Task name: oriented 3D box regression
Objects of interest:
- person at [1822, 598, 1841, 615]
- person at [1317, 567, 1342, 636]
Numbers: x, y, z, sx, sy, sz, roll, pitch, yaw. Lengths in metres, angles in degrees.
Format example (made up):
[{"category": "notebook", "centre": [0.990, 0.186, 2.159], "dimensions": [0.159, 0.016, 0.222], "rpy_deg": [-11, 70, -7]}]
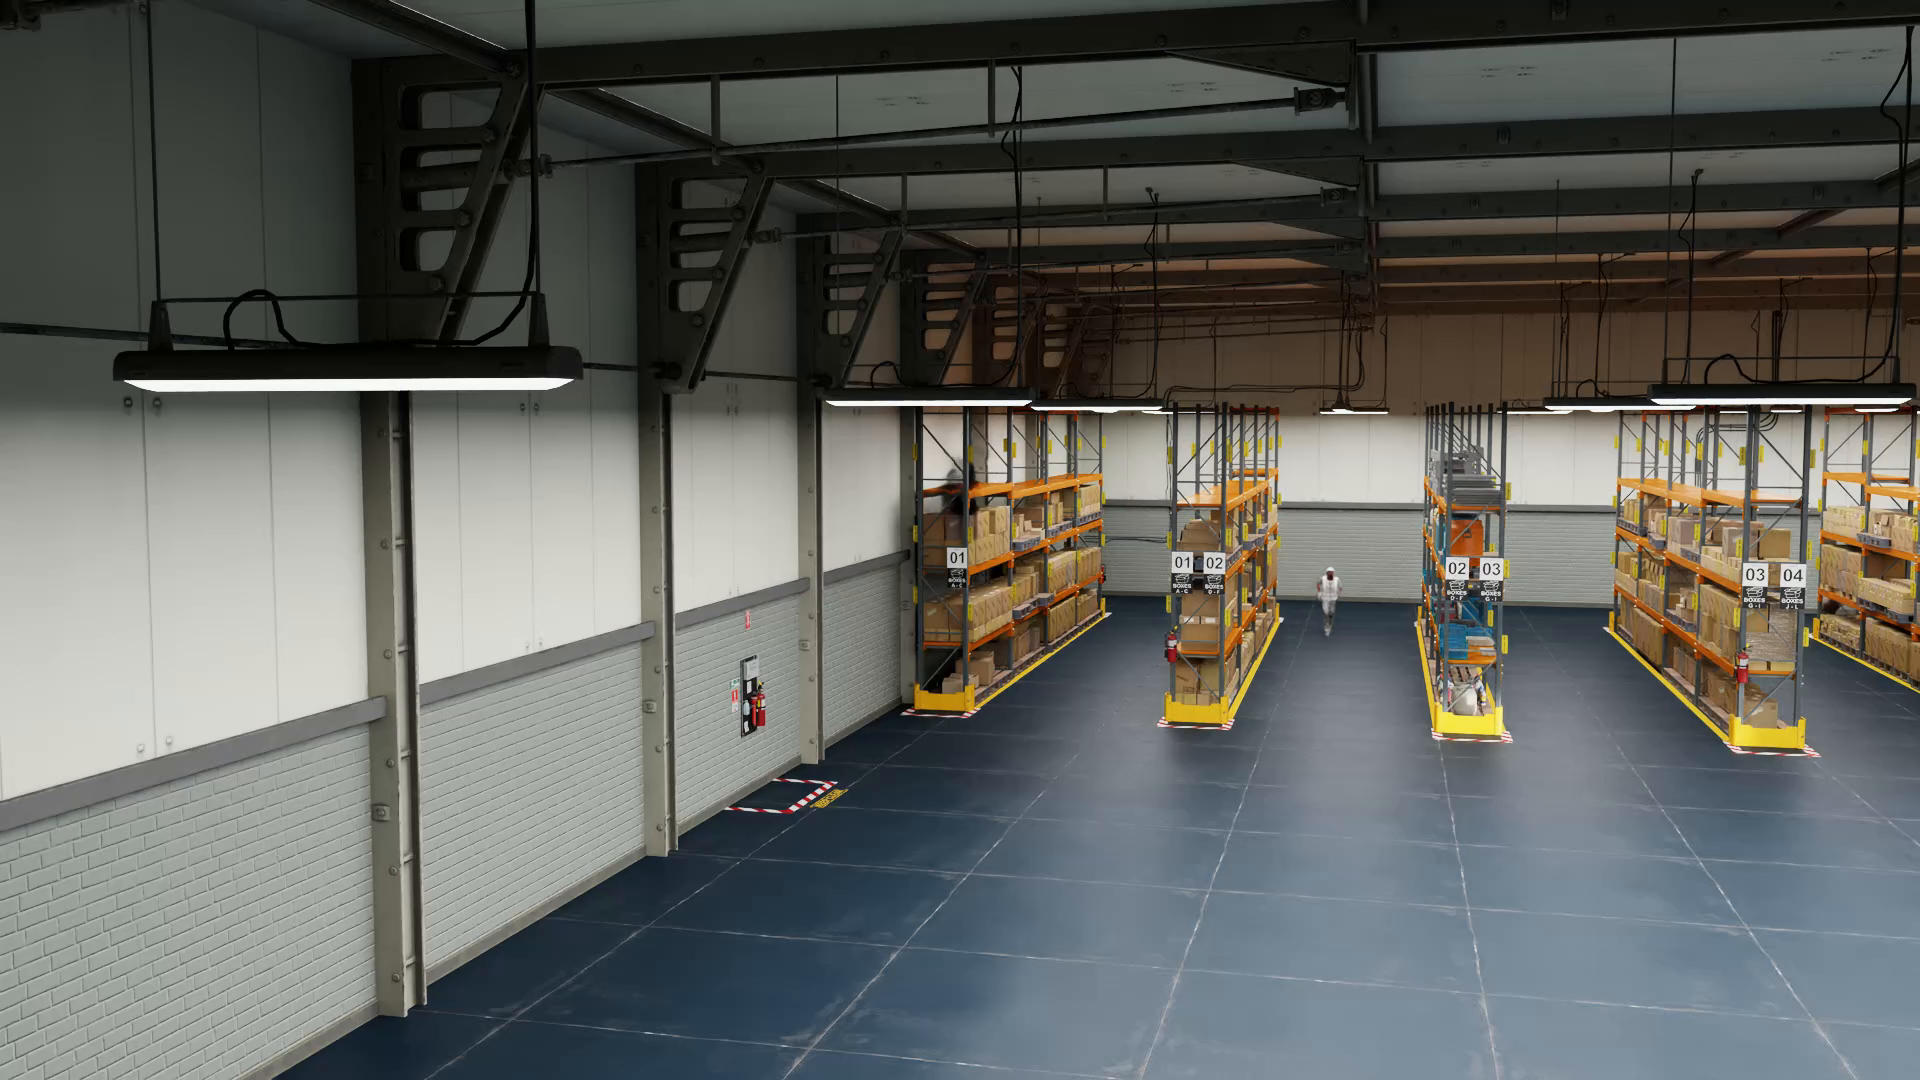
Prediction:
[{"category": "person", "centre": [23.240, 1.598, 44.335], "dimensions": [0.769, 1.724, 0.592], "rpy_deg": [-3, 5, -38]}, {"category": "person", "centre": [9.752, 1.607, 43.849], "dimensions": [0.608, 1.831, 0.912], "rpy_deg": [0, 4, -1]}]
